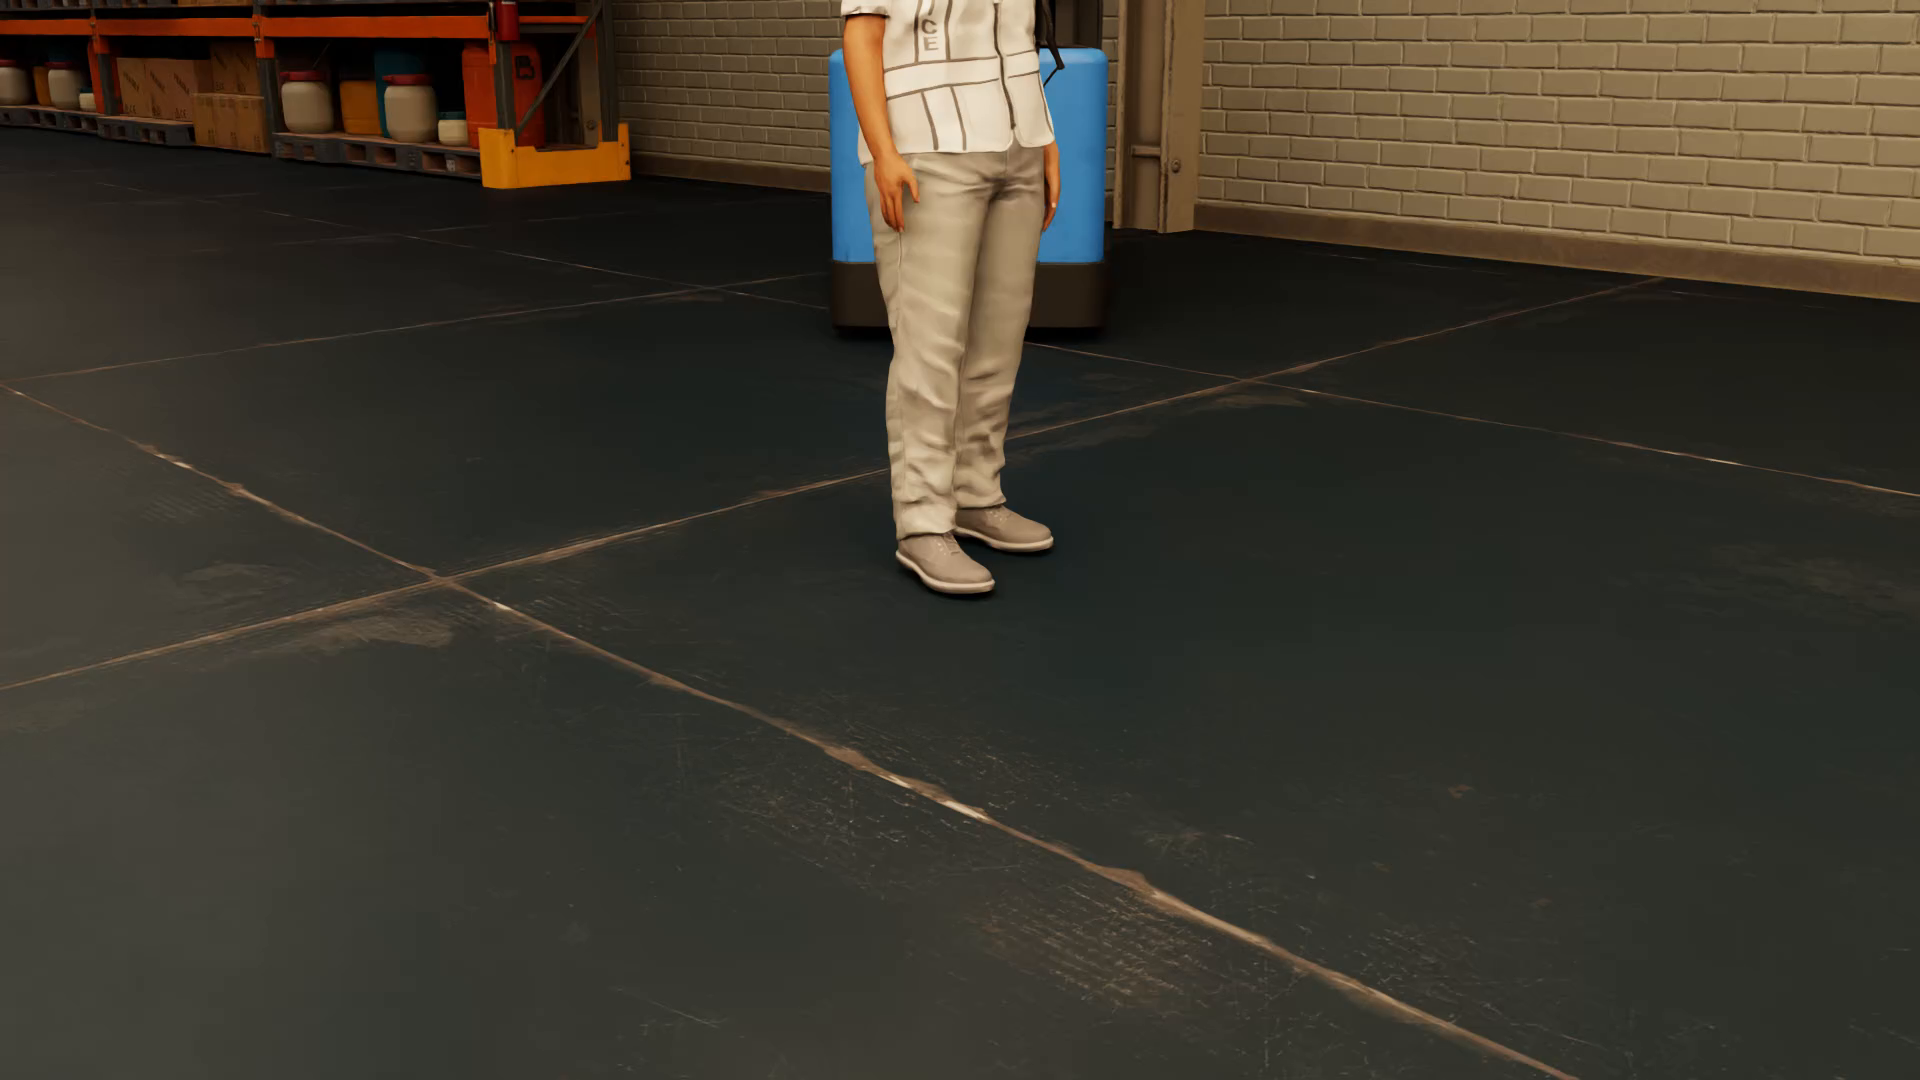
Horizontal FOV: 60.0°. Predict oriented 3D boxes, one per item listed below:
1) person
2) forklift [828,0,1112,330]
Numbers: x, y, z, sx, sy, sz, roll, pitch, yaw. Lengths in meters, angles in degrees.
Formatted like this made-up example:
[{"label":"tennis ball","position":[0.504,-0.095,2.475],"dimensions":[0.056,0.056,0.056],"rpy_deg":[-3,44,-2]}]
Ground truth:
[{"label":"person","position":[0.038,-0.784,3.580],"dimensions":[0.529,1.670,0.598],"rpy_deg":[16,23,42]},{"label":"forklift","position":[0.074,-2.575,7.273],"dimensions":[1.130,2.935,3.031],"rpy_deg":[1,17,2]}]
